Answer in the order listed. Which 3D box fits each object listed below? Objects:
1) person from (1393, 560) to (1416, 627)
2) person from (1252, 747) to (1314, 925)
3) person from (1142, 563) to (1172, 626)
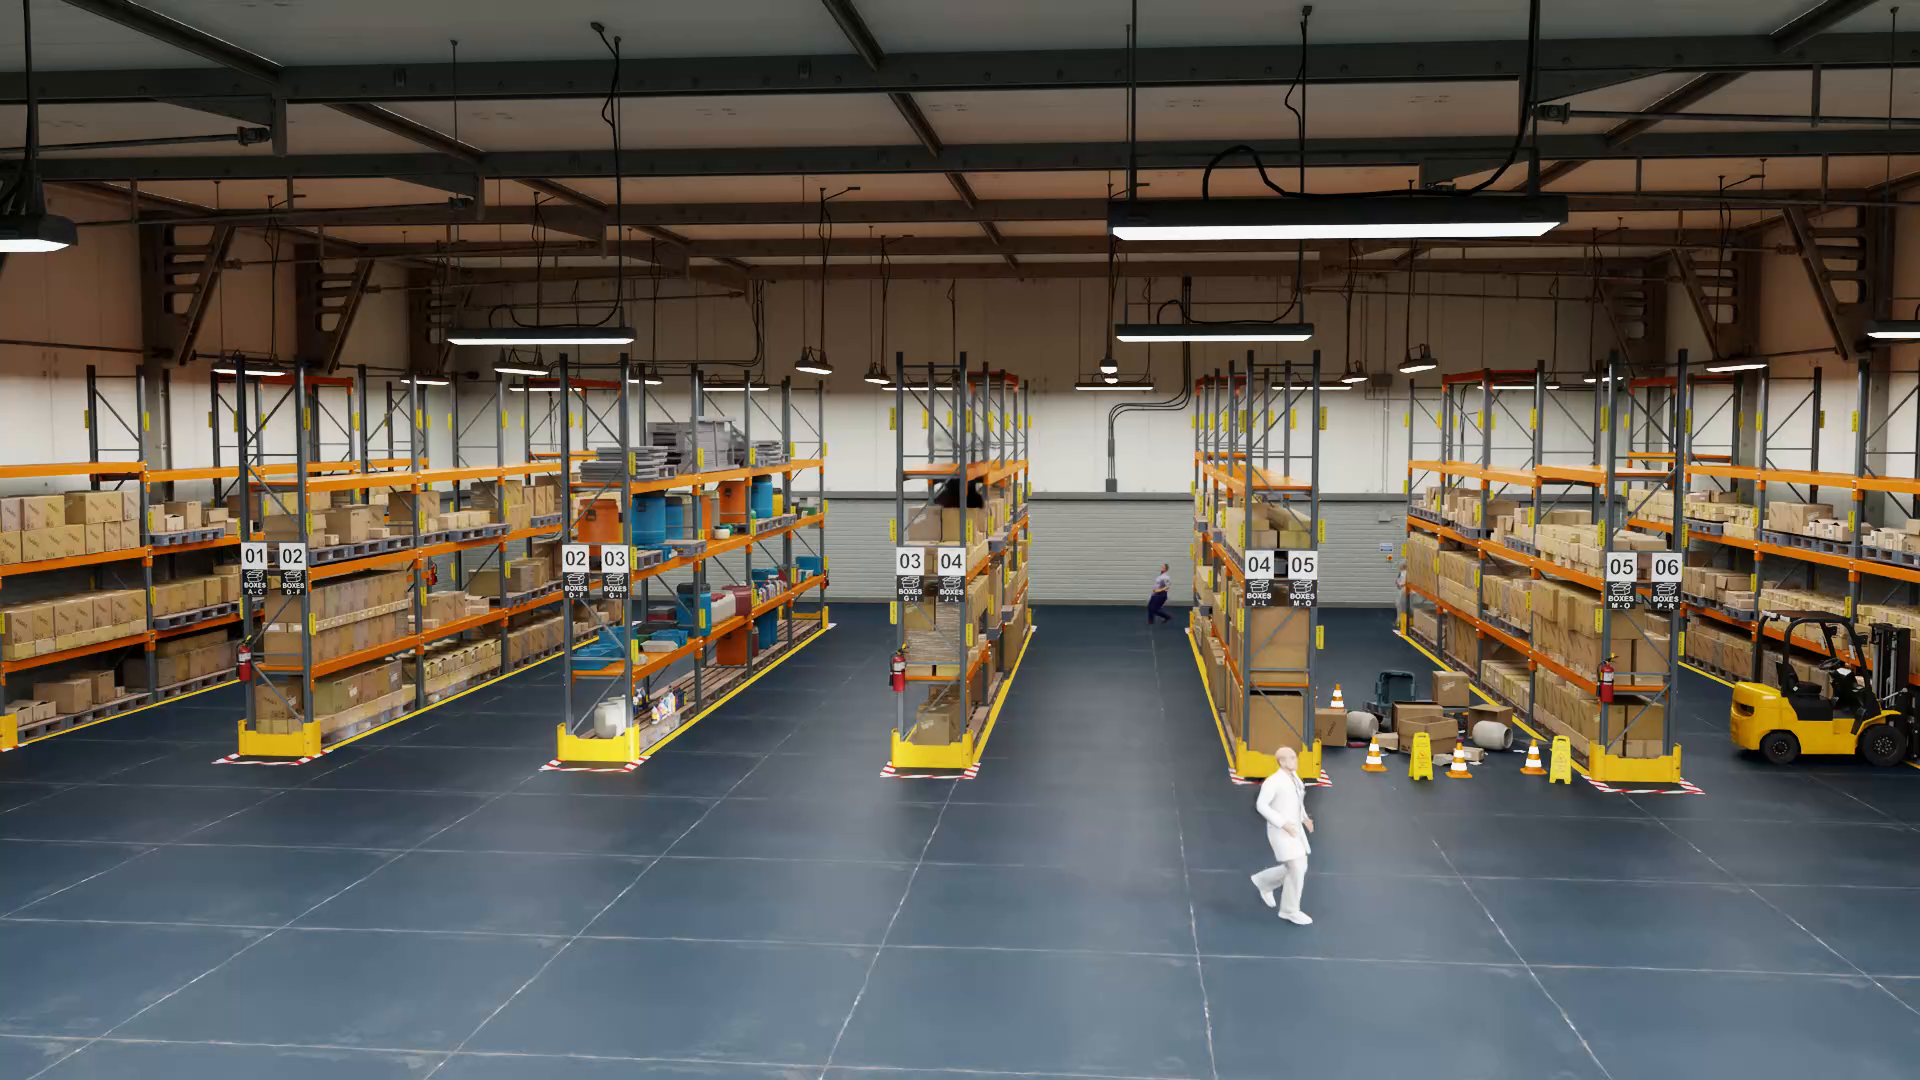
[{"bbox_3d":[10.889,1.334,40.364,0.787,1.692,0.631,1,4,18],"label":"person"},{"bbox_3d":[3.218,2.945,16.717,0.718,1.750,0.721,3,5,38],"label":"person"},{"bbox_3d":[4.854,1.349,40.583,0.679,1.584,0.724,0,4,-6],"label":"person"}]
